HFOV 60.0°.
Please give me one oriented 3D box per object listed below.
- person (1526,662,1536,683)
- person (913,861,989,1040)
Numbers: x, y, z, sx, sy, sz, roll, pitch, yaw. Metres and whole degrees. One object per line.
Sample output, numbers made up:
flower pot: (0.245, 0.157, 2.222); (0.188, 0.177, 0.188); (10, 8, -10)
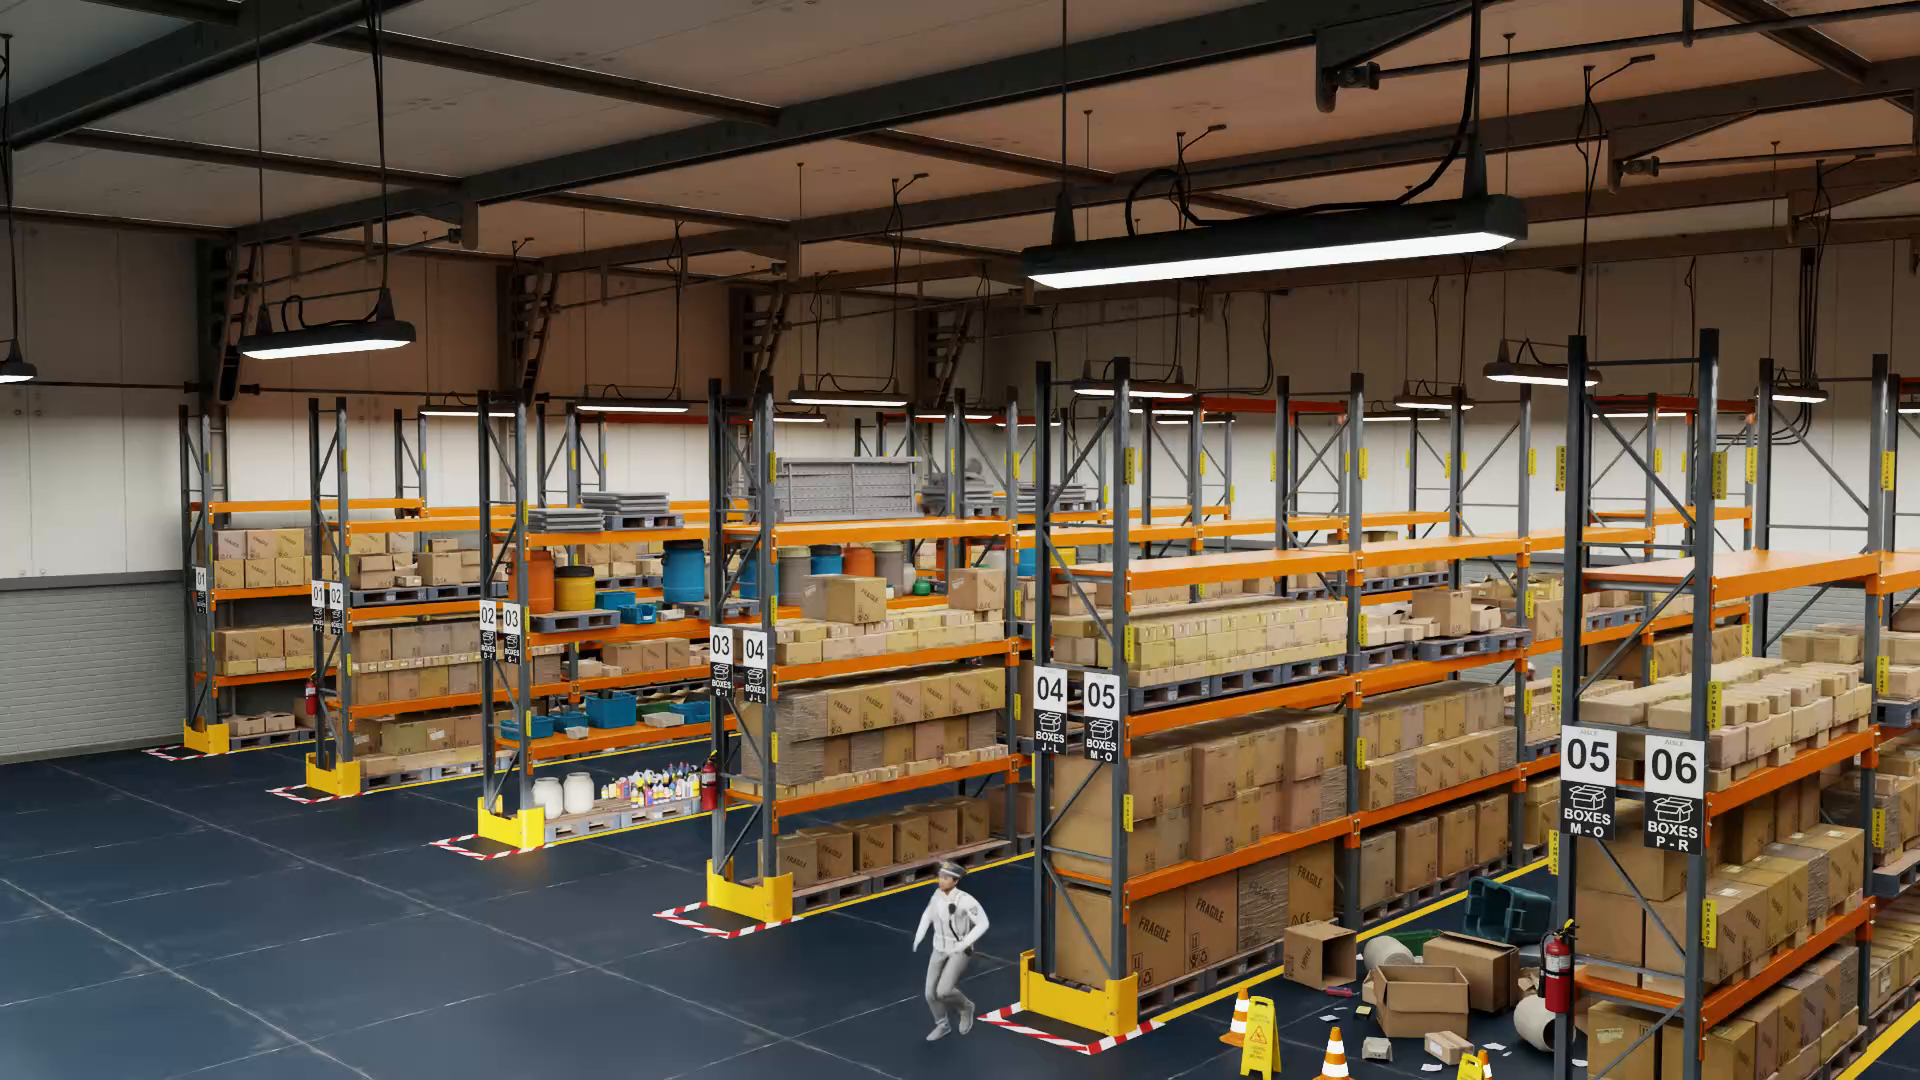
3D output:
person: (9.084, 2.844, 26.548); (0.655, 1.812, 0.942); (3, 4, 41)
person: (-0.109, 3.614, 14.502); (0.712, 1.653, 0.513); (2, 4, 36)
